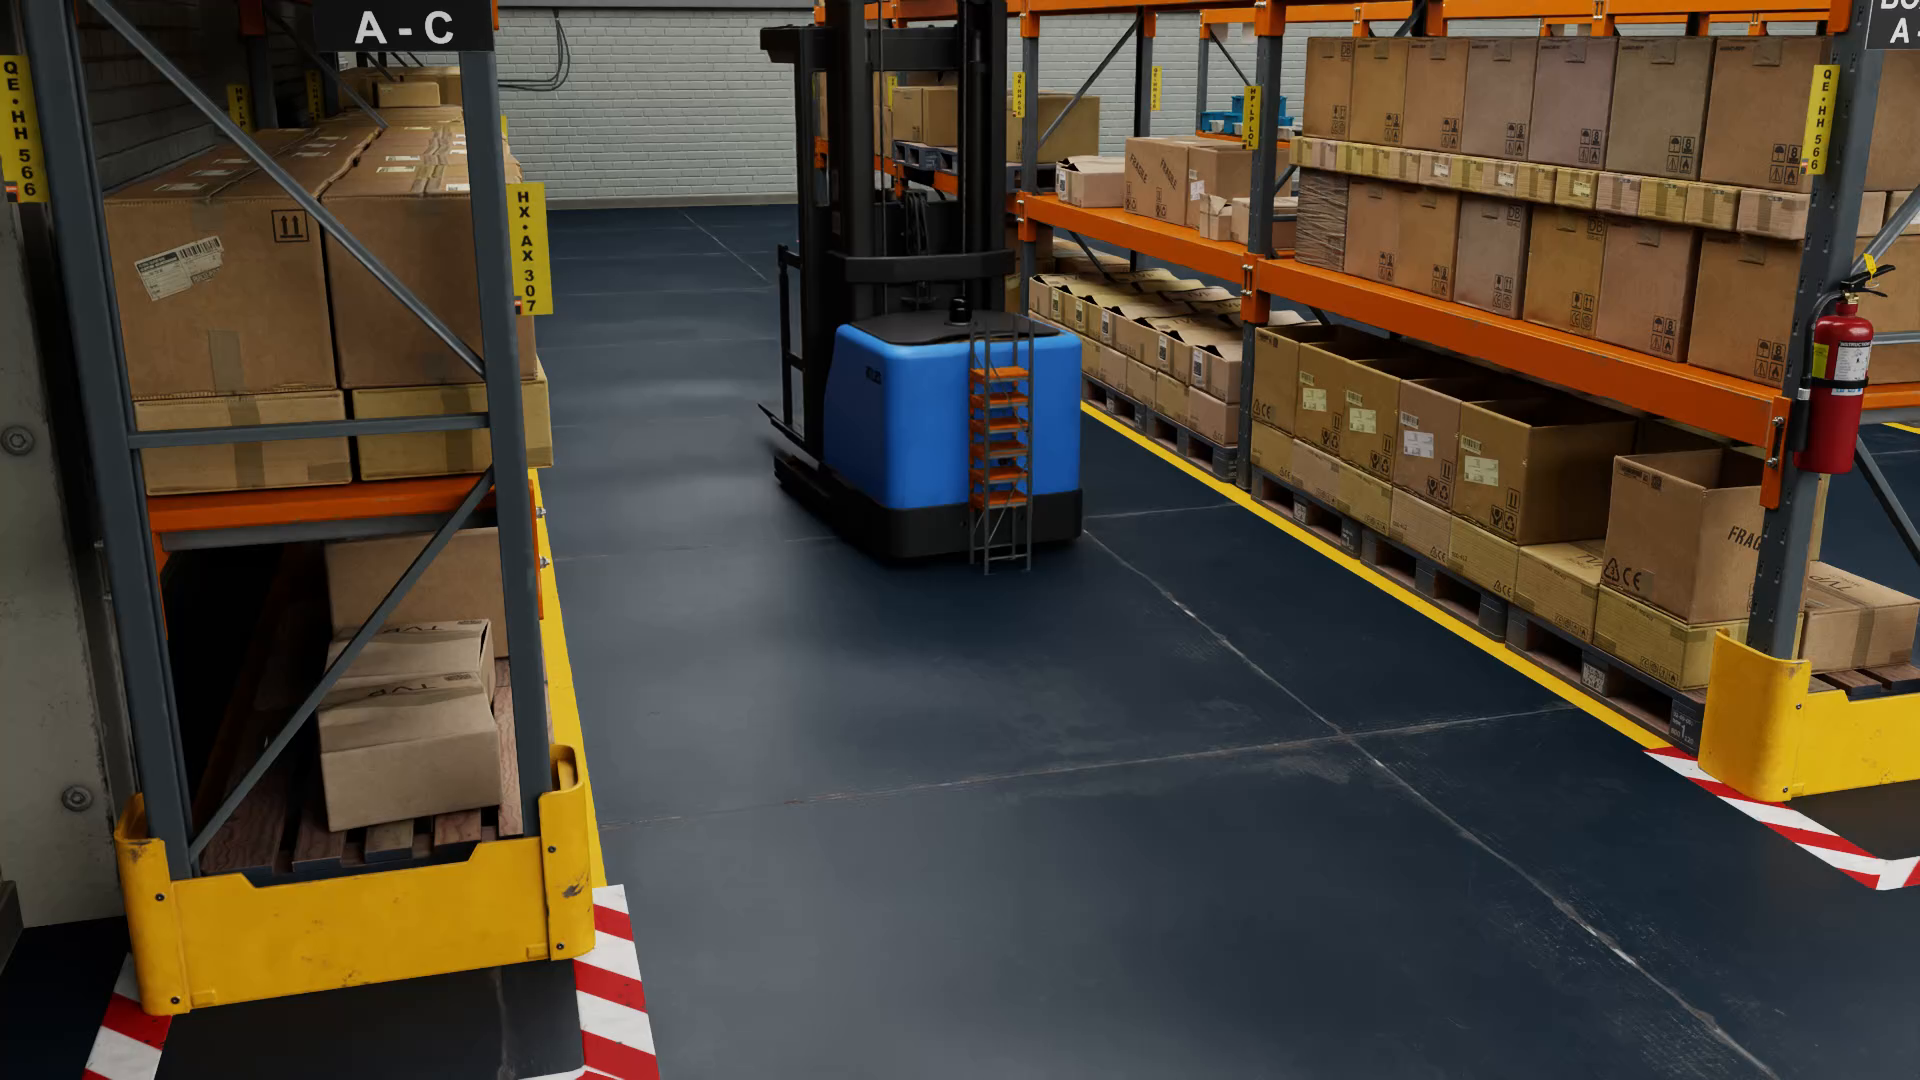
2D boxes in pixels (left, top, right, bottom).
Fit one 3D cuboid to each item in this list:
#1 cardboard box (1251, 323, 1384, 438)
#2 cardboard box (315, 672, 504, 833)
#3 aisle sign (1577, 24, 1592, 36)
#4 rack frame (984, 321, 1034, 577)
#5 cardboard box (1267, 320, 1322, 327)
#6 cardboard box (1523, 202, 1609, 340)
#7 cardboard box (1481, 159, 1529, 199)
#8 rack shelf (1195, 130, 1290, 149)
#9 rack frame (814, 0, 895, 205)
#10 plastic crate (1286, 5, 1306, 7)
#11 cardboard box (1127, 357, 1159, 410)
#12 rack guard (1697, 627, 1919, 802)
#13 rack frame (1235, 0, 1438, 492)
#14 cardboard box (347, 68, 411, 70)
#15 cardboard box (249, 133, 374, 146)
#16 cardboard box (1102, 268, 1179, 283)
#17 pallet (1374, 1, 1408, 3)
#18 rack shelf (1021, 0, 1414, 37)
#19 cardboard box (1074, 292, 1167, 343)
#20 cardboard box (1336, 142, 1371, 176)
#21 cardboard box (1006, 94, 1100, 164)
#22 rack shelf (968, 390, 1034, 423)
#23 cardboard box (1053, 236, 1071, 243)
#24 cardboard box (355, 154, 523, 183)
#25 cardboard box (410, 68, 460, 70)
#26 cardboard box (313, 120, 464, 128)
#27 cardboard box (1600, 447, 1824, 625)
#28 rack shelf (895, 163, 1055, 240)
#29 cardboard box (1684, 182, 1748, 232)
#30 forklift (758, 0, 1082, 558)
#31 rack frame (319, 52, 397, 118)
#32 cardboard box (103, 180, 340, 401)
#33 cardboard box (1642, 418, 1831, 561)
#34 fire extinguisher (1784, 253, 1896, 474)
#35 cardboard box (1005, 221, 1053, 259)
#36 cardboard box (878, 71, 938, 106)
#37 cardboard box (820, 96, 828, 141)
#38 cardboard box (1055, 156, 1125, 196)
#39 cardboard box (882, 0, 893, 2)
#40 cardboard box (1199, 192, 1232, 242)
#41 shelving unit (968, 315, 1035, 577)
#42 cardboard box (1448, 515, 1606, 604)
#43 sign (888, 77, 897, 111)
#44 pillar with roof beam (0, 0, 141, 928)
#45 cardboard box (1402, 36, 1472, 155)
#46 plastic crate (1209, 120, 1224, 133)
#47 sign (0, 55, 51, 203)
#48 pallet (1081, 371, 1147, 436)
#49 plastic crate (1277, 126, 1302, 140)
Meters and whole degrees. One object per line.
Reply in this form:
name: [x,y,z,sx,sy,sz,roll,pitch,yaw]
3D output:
cardboard box: [1.892,-0.855,8.831,0.500,0.500,0.500,-5,17,-15]
cardboard box: [-1.701,0.613,5.107,0.500,0.311,0.500,-7,18,-22]
aisle sign: [8.562,-7.155,22.539,0.394,0.787,0.004,-5,17,-15]
rack frame: [0.227,-0.415,7.748,0.240,1.200,0.006,-7,18,-21]
cardboard box: [2.059,-1.191,10.276,0.500,0.311,0.500,-5,17,-16]
cardboard box: [2.769,-1.119,6.790,0.700,0.500,0.500,-5,17,-15]
cardboard box: [2.448,-1.537,7.052,0.380,0.149,0.250,-5,17,-16]
rack shelf: [4.081,-4.577,19.726,1.077,0.370,4.000,-5,17,-15]
rack frame: [-1.233,-5.084,20.164,1.000,3.000,0.127,-5,17,-15]
plastic crate: [3.843,-6.217,18.927,0.437,0.282,0.530,-5,17,-15]
cardboard box: [1.394,-1.022,10.692,0.500,0.250,0.500,-4,17,-14]
rack guard: [3.171,0.545,5.768,1.175,0.500,0.348,-5,17,-15]
rack frame: [2.065,-1.765,9.114,1.000,3.000,0.127,-5,17,-15]
cardboard box: [-4.727,-3.714,13.573,0.500,0.250,0.500,-5,18,-17]
cardboard box: [-2.630,-1.379,6.752,0.500,0.500,0.500,-5,17,-16]
cardboard box: [1.347,-1.899,12.634,0.500,0.311,0.500,-4,17,-14]
pallet: [4.940,-5.505,16.680,1.213,0.211,1.003,-5,17,-15]
rack shelf: [1.516,-3.410,10.627,1.077,0.370,4.000,-5,17,-15]
cardboard box: [1.118,-1.570,11.540,0.500,0.311,0.500,-5,17,-17]
cardboard box: [2.095,-1.893,8.239,0.380,0.149,0.250,-5,17,-17]
cardboard box: [0.685,-3.286,13.272,0.700,0.500,0.500,-12,20,-34]
rack shelf: [0.193,-0.627,7.774,0.258,0.103,0.180,-7,18,-21]
cardboard box: [0.685,-2.461,15.011,0.500,0.500,0.500,-5,18,-17]
cardboard box: [-1.702,-0.999,5.488,0.500,0.500,0.500,-5,18,-17]
cardboard box: [-4.249,-3.752,13.699,0.500,0.250,0.500,-4,17,-14]
cardboard box: [-2.950,-1.929,8.723,0.700,0.500,0.500,-3,17,-10]
cardboard box: [2.731,-0.027,6.073,0.500,0.500,0.500,-5,17,-15]
rack shelf: [0.416,-3.080,14.742,1.077,0.370,4.000,-5,17,-15]
cardboard box: [2.803,-1.180,5.865,0.380,0.149,0.250,-4,17,-14]
forklift: [-0.412,-1.699,9.015,1.130,2.935,3.031,-7,18,-21]
rack frame: [-3.796,-2.479,11.490,1.000,3.000,0.127,-5,17,-15]
cardboard box: [-1.931,-0.676,4.412,0.500,0.500,0.500,-5,17,-16]
cardboard box: [3.092,-0.206,6.670,0.500,0.500,0.500,-5,17,-15]
fire extinguisher: [2.750,-0.552,5.210,0.296,0.674,0.183,-5,17,-15]
cardboard box: [0.464,-2.499,13.836,0.500,0.250,0.500,-4,17,-13]
cardboard box: [-0.521,-4.624,16.720,0.500,0.500,0.500,-5,17,-15]
cardboard box: [-1.364,-4.989,19.671,0.500,0.500,0.500,-4,17,-14]
cardboard box: [1.024,-2.725,12.463,0.500,0.311,0.500,-4,17,-12]
cardboard box: [-0.523,-5.456,16.448,0.500,0.250,0.500,-5,17,-15]
cardboard box: [1.647,-1.929,9.894,0.396,0.266,0.258,-5,17,-17]
shelving unit: [0.193,-0.440,7.830,0.258,1.200,0.189,-7,18,-21]
cardboard box: [2.445,0.057,7.099,0.500,0.250,0.500,-5,17,-15]
sign: [-0.653,-4.347,16.206,0.100,0.325,0.005,-5,17,-15]
pillar with roof beam: [1.518,-3.605,4.810,9.100,9.000,0.400,-5,17,-15]
cardboard box: [2.470,-2.034,7.579,0.700,0.500,0.500,-5,17,-15]
plastic crate: [3.291,-5.188,20.862,0.250,0.136,0.298,-5,17,-15]
sign: [-2.137,-0.933,3.783,0.100,0.325,0.005,-5,17,-15]
pallet: [1.486,-0.968,11.308,1.003,0.211,1.213,-5,17,-15]
plastic crate: [3.863,-4.729,19.334,0.293,0.136,0.466,-5,17,-15]
